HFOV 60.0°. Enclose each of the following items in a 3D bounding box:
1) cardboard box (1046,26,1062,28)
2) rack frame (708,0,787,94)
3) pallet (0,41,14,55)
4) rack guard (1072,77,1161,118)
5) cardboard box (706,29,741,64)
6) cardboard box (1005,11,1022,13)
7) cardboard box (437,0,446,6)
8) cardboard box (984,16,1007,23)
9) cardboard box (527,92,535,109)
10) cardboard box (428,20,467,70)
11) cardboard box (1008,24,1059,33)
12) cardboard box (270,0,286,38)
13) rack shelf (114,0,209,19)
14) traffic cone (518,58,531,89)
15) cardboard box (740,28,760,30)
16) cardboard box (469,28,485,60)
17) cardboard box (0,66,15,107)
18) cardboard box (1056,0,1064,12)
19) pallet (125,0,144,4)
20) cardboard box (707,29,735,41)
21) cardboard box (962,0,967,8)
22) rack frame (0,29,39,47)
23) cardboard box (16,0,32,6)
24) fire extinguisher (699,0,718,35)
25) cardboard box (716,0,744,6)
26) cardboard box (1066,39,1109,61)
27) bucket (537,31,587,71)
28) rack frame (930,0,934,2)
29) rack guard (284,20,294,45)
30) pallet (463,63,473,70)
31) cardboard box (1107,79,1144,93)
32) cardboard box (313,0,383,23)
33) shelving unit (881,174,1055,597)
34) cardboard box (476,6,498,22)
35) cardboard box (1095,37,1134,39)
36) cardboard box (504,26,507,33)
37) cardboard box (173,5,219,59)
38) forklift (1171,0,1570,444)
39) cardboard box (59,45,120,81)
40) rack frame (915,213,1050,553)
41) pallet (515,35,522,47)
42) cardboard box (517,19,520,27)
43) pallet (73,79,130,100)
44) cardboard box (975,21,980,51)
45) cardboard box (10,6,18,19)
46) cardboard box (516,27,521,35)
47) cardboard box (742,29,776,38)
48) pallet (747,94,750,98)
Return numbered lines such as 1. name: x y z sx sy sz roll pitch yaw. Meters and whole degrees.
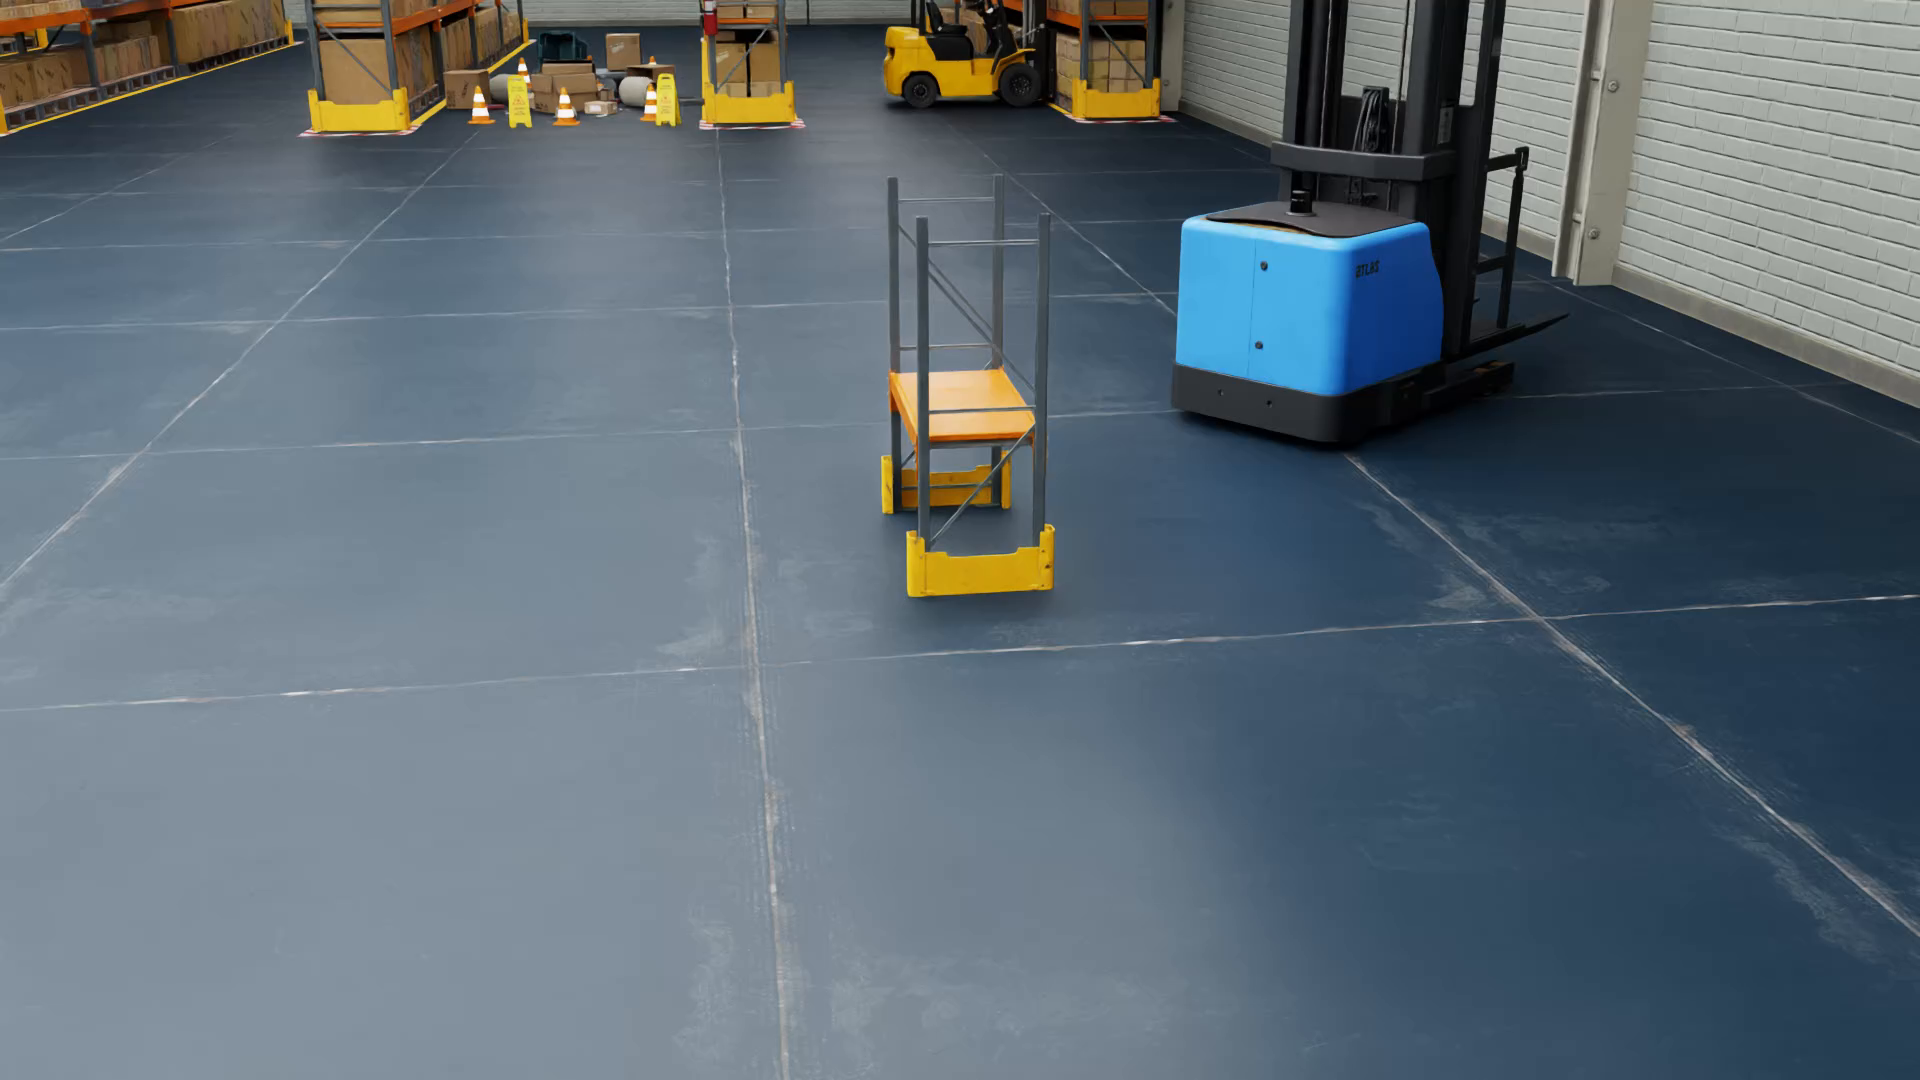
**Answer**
1. cardboard box: 1.312 -7.795 25.701 0.500 0.250 0.500 -3 21 -9
2. rack frame: -2.782 -6.965 21.577 1.000 3.000 0.127 -3 21 -8
3. pallet: -19.543 -9.740 32.992 1.003 0.211 1.213 -3 21 -8
4. rack guard: 2.133 -6.037 22.666 1.175 0.500 0.348 -3 21 -8
5. cardboard box: -3.541 -7.392 24.978 0.500 0.500 0.500 -2 21 -5
6. cardboard box: 0.973 -10.053 31.891 0.380 0.149 0.250 -4 21 -10
7. cardboard box: -8.052 -8.308 25.030 0.500 0.500 0.500 -3 21 -7
8. cardboard box: 0.654 -9.474 30.341 0.380 0.149 0.250 -4 21 -10
9. cardboard box: -6.172 -6.282 23.657 0.396 0.266 0.258 1 20 2
10. cardboard box: -8.691 -8.075 27.165 1.050 0.750 0.750 -3 21 -7
11. cardboard box: 1.252 -8.395 28.200 0.875 0.625 0.625 -4 21 -10
12. cardboard box: -14.724 -10.989 34.787 0.875 0.875 0.875 -3 21 -8
13. rack shelf: -14.030 -9.591 29.635 1.077 0.370 4.000 -3 21 -8
14. traffic cone: -6.941 -7.417 26.414 0.336 0.463 0.334 -3 21 -8
15. cardboard box: -3.953 -9.180 29.943 0.875 0.875 0.875 -3 21 -8
16. cardboard box: -8.669 -8.734 29.285 0.500 0.500 0.500 -4 21 -10
17. cardboard box: -12.782 -5.913 21.734 0.500 0.500 0.500 2 21 6
18. cardboard box: 1.659 -7.778 23.612 0.500 0.500 0.500 -3 21 -9
19. pallet: -13.416 -8.462 25.859 1.003 0.211 1.213 -3 21 -8
20. cardboard box: -3.275 -6.917 22.779 0.380 0.149 0.250 -2 21 -6
21. cardboard box: 0.248 -10.706 33.213 0.380 0.149 0.250 -3 21 -9
22. rack frame: -19.796 -11.755 34.402 1.000 3.000 0.127 -3 21 -8
23. cardboard box: -12.921 -7.359 22.065 0.875 0.500 0.500 -3 21 -8
24. fire extinguisher: -3.222 -6.866 21.423 0.296 0.674 0.183 -3 21 -8
25. cardboard box: -3.133 -7.325 21.974 0.500 0.500 0.500 -3 21 -9
26. cardboard box: 1.754 -6.737 22.869 0.500 0.250 0.500 -2 21 -6
27. bucket: -5.941 -7.313 25.015 0.726 0.611 0.620 4 11 11
28. rack frame: -0.177 -12.756 37.083 1.000 3.000 0.127 -3 21 -8
29. rack guard: -14.898 -10.842 35.531 1.175 0.500 0.348 -3 21 -8
30. pallet: -8.780 -7.867 27.978 1.003 0.211 1.213 -3 21 -8
31. cardboard box: 2.252 -6.305 23.140 0.500 0.250 0.500 -3 21 -8
32. cardboard box: -7.764 -6.877 21.127 0.875 0.550 0.550 -3 21 -8
33. shelving unit: 0.011 -0.676 6.883 0.587 1.500 1.083 -3 21 -8
34. cardboard box: -9.038 -9.967 31.516 0.500 0.250 0.500 -3 21 -9
35. cardboard box: 2.172 -6.942 23.418 0.500 0.250 0.500 -3 21 -8
36. cardboard box: -9.380 -10.333 33.644 0.380 0.149 0.250 -2 21 -5
37. cardboard box: -13.942 -8.985 29.423 1.225 0.875 0.875 -3 21 -8
38. forklift: 2.521 -2.287 9.151 1.130 2.935 3.031 19 27 41
39. cardboard box: -13.282 -7.265 25.324 0.700 0.500 0.500 -3 21 -8
40. rack frame: 0.086 -0.497 6.403 0.500 1.500 0.032 -3 21 -8
41. pallet: -9.879 -10.604 35.307 1.003 0.211 1.213 -3 21 -8
42. cardboard box: -9.614 -11.052 35.570 0.380 0.149 0.250 -3 21 -9
43. pallet: -13.279 -6.813 25.157 1.003 0.211 1.213 -3 21 -8
44. cardboard box: 0.562 -9.503 31.344 0.500 0.500 0.500 -2 21 -5
45. cardboard box: -12.581 -6.891 21.737 0.380 0.149 0.250 -3 21 -8
46. cardboard box: -9.553 -10.826 35.388 0.380 0.149 0.250 -2 21 -6
47. cardboard box: -3.008 -7.419 25.050 0.500 0.500 0.500 -3 21 -9
48. pallet: -2.875 -5.968 22.894 1.003 0.211 1.213 -3 21 -8
